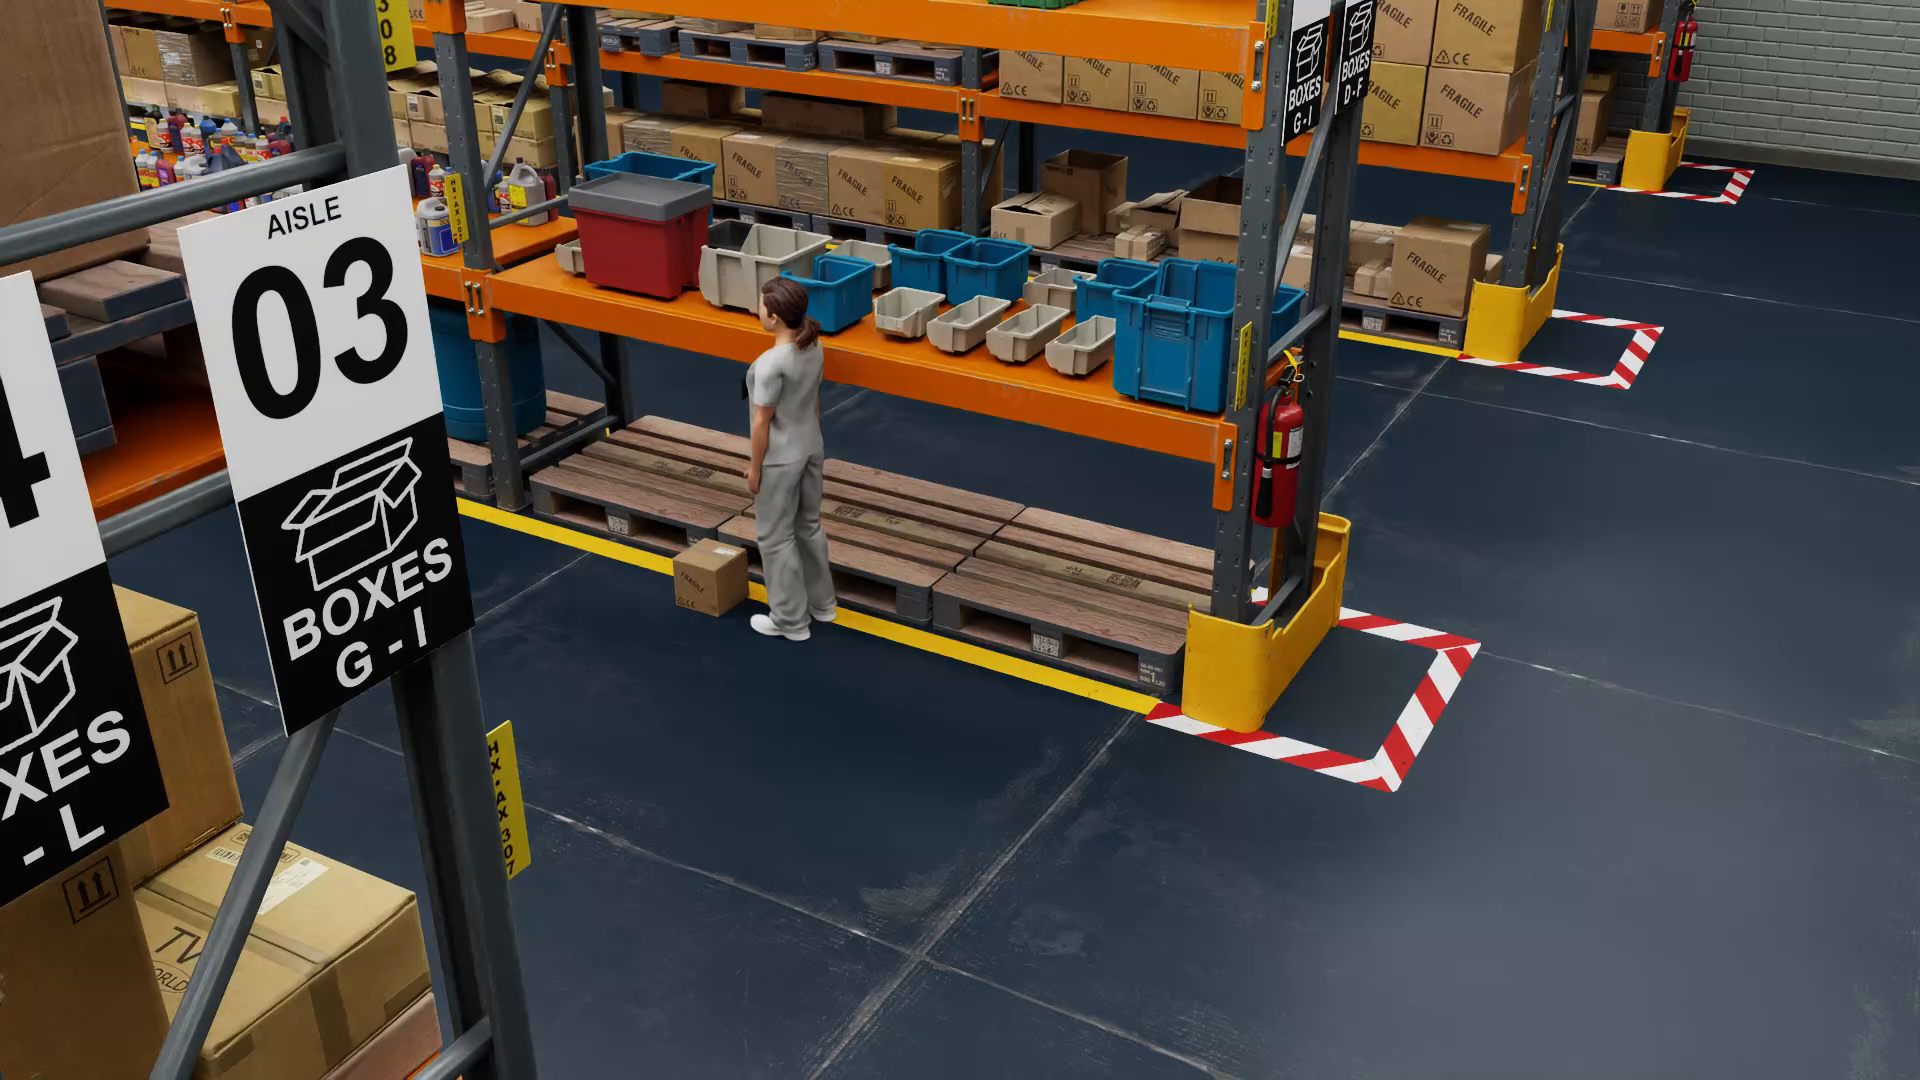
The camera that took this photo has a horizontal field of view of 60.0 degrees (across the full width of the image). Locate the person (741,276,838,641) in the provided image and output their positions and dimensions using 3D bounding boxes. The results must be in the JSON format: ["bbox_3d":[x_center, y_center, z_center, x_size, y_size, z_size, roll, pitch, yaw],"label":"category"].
[{"bbox_3d":[-0.751,-0.347,7.317,0.361,1.669,0.436,15,30,27],"label":"person"}]
